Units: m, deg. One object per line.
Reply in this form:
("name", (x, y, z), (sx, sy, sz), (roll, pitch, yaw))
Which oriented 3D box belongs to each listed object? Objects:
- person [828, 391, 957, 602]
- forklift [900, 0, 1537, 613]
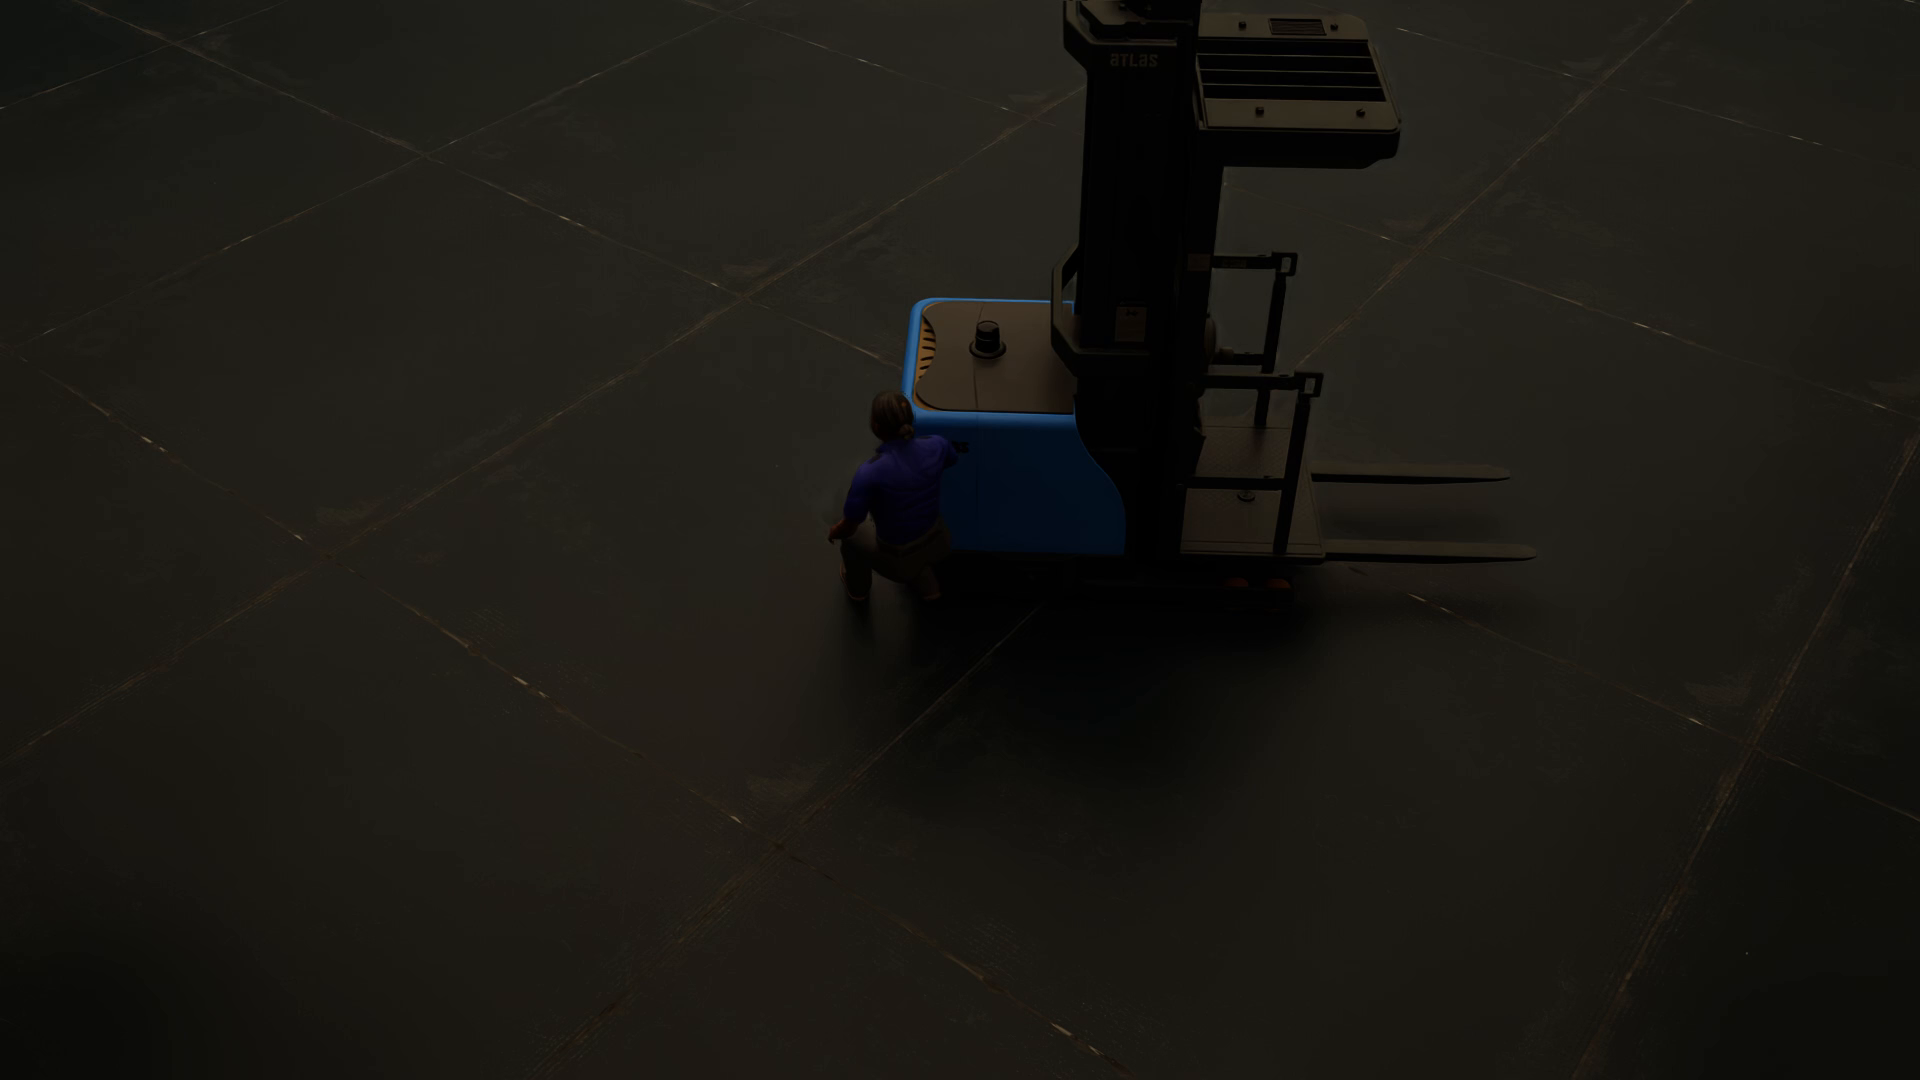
("person", (-0.373, -0.152, 7.476), (0.720, 1.464, 0.800), (-28, 48, -28))
("forklift", (1.242, -1.125, 7.394), (3.031, 2.935, 1.130), (2, 40, 2))
